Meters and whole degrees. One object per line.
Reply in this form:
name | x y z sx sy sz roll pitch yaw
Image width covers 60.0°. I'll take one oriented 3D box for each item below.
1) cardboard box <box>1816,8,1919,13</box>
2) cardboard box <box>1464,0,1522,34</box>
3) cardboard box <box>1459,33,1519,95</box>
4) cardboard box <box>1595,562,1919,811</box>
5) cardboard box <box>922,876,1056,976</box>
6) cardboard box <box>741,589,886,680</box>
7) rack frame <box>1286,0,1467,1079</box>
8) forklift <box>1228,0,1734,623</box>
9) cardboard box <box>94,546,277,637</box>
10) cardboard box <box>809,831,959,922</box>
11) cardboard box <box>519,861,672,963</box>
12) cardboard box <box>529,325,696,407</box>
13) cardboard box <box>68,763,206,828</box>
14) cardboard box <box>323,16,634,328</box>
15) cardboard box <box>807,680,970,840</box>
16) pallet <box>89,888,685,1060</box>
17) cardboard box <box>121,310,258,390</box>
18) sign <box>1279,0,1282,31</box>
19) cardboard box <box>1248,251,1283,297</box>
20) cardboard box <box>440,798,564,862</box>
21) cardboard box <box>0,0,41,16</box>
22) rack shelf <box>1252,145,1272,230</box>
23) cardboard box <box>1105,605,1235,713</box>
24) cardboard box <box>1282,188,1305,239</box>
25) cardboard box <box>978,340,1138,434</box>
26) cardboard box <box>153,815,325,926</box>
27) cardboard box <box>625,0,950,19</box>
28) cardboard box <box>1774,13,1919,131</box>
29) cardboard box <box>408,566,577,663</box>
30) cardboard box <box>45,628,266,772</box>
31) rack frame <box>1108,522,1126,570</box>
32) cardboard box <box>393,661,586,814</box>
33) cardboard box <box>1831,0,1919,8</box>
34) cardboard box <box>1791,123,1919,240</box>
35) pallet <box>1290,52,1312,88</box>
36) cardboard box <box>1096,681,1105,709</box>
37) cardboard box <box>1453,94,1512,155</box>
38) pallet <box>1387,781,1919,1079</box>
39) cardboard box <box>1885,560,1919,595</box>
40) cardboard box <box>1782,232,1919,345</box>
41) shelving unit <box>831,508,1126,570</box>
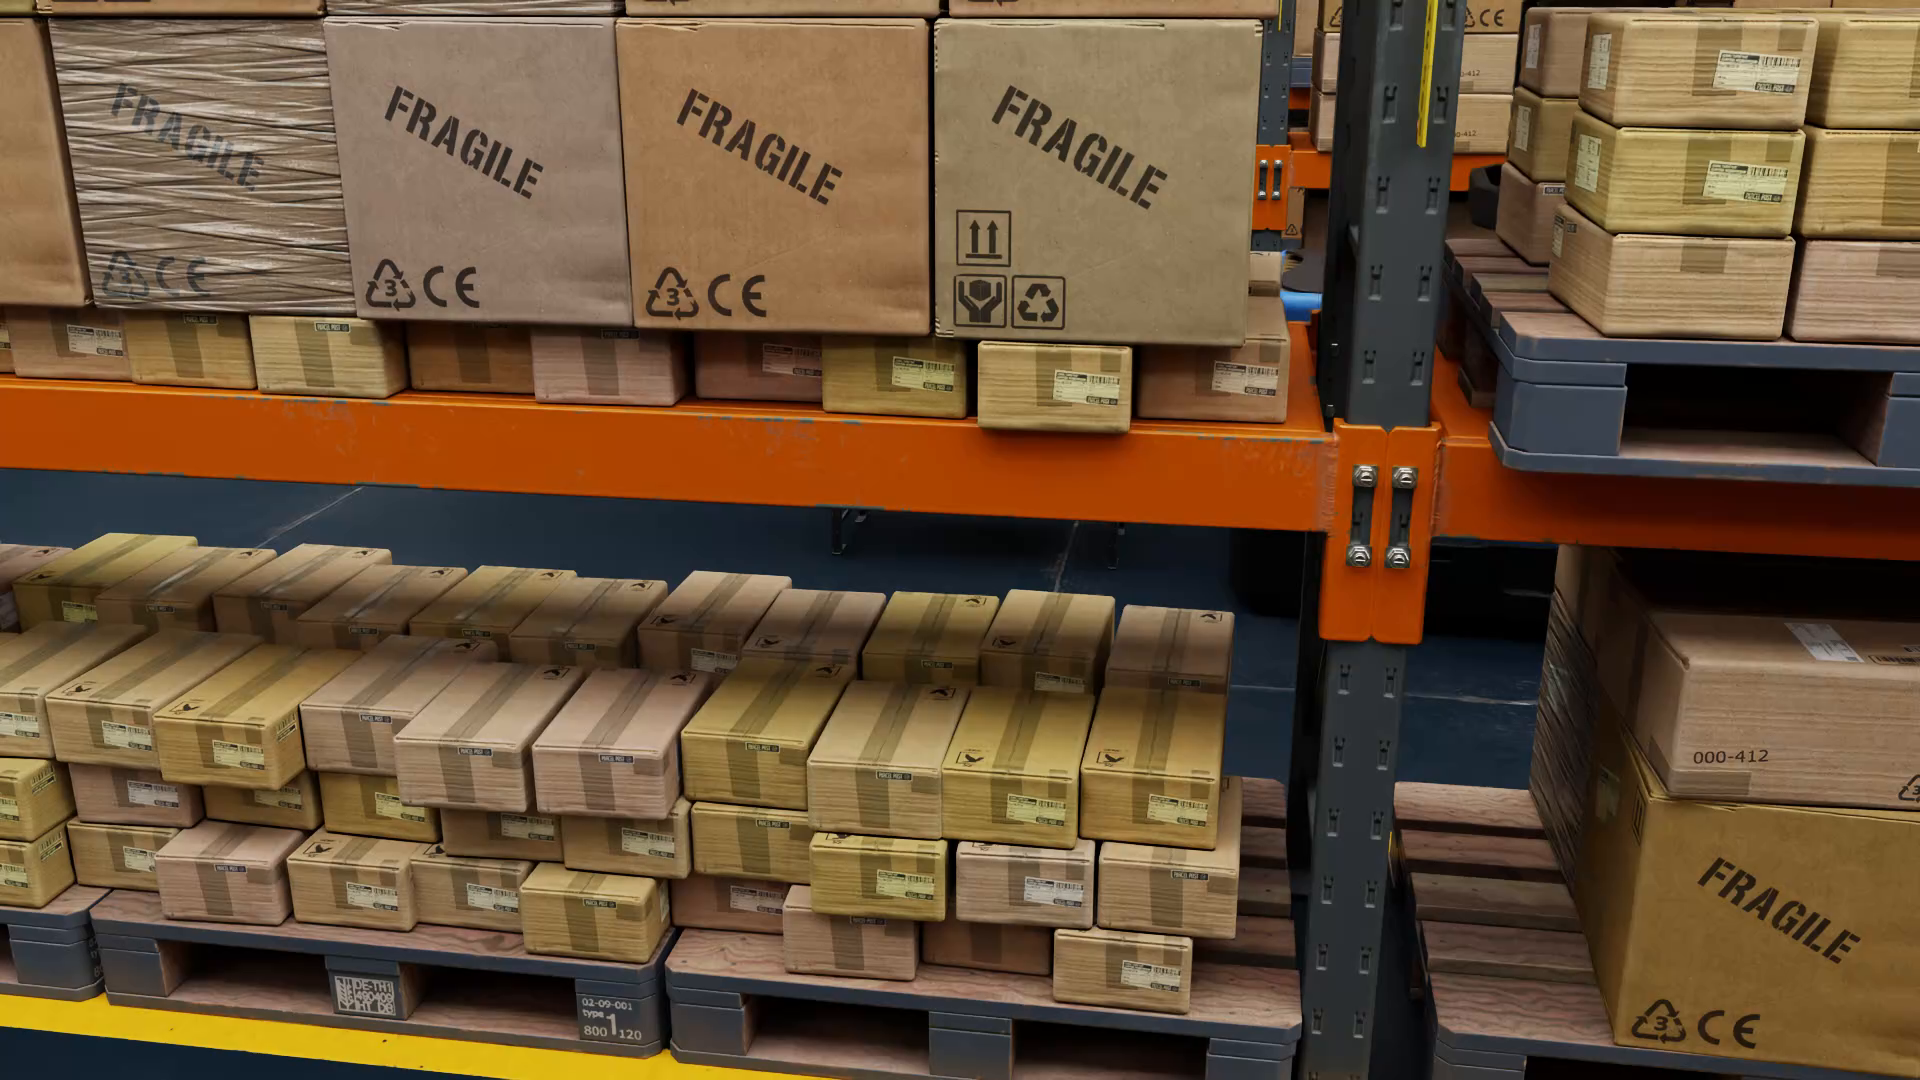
cardboard box | 1.716 -0.882 3.008 0.250 0.149 0.380 2 19 7
cardboard box | 2.349 -2.454 7.177 0.500 0.500 0.500 3 19 8
cardboard box | 2.363 -2.100 7.299 0.500 0.250 0.500 3 19 10
cardboard box | 1.456 0.245 2.940 0.500 0.250 0.500 2 19 6
cardboard box | 0.084 0.695 3.330 0.250 0.149 0.380 3 19 10
cardboard box | -0.320 0.247 3.731 0.250 0.149 0.380 2 19 7
rack frame | 0.768 -0.506 3.087 0.127 3.000 1.000 3 19 9
forklift | 2.483 -1.187 5.232 3.031 2.935 1.130 5 19 14
cardboard box | -1.858 0.148 4.028 0.250 0.149 0.380 2 19 6
cardboard box | -0.130 0.572 3.228 0.250 0.149 0.380 2 19 7
cardboard box | -0.695 0.682 3.368 0.250 0.149 0.380 3 19 9
cardboard box | -0.601 -0.364 3.058 0.250 0.149 0.380 2 19 6
cardboard box | -1.674 0.458 3.569 0.250 0.149 0.380 2 19 6
cardboard box | -0.758 -0.682 2.988 0.500 0.500 0.500 3 19 8
cardboard box | -0.130 0.418 3.220 0.250 0.149 0.380 3 19 8
pallet | -1.109 0.733 3.779 1.213 0.211 1.003 3 19 9
cardboard box | -1.365 -0.406 3.186 0.250 0.149 0.380 4 19 11
sign | 1.367 -2.336 7.067 0.005 0.325 0.100 3 19 9
cardboard box | 0.540 -0.503 3.476 0.250 0.149 0.380 4 19 11
cardboard box | -0.878 0.502 3.437 0.250 0.149 0.380 2 19 6
cardboard box | -1.771 -1.207 2.982 0.500 0.500 0.500 2 19 7
rack shelf | -0.521 -1.821 8.152 4.000 0.370 1.077 3 19 9
cardboard box | 0.461 0.283 3.624 0.250 0.149 0.380 4 19 11
cardboard box | 2.679 -2.536 12.432 0.500 0.500 0.500 4 19 11
cardboard box | 0.177 -0.306 2.887 0.250 0.149 0.380 2 19 7
cardboard box | -1.463 0.640 3.493 0.250 0.149 0.380 2 19 6
cardboard box | -0.250 -1.132 2.756 0.500 0.500 0.500 2 19 7
cardboard box | 1.361 -0.692 2.440 0.250 0.149 0.380 3 19 10
cardboard box | -1.078 0.196 3.883 0.250 0.149 0.380 3 19 9
cardboard box | -1.668 0.329 3.486 0.250 0.149 0.380 4 19 11
rack frame | 0.586 -0.681 5.976 0.032 1.500 0.500 3 19 9
cardboard box | -0.924 0.386 3.316 0.250 0.149 0.380 2 19 7
cardboard box | 3.854 -2.376 6.944 0.500 0.500 0.500 3 19 9
cardboard box | 1.340 -0.550 2.486 0.250 0.149 0.380 3 19 8
pallet | 3.009 -3.451 12.193 1.213 0.211 1.003 3 19 9
cardboard box | 0.197 0.403 3.734 0.250 0.149 0.380 3 19 9
cardboard box | 2.357 -1.860 7.371 0.500 0.250 0.500 2 19 7
pallet | 1.537 0.855 3.414 1.213 0.211 1.003 3 19 9
cardboard box | 2.049 0.113 3.333 0.500 0.250 0.500 4 19 11
cardboard box | 1.359 -0.410 2.534 0.250 0.149 0.380 3 19 10
shelving unit | 0.084 -0.707 6.052 1.048 1.500 0.538 3 19 9
